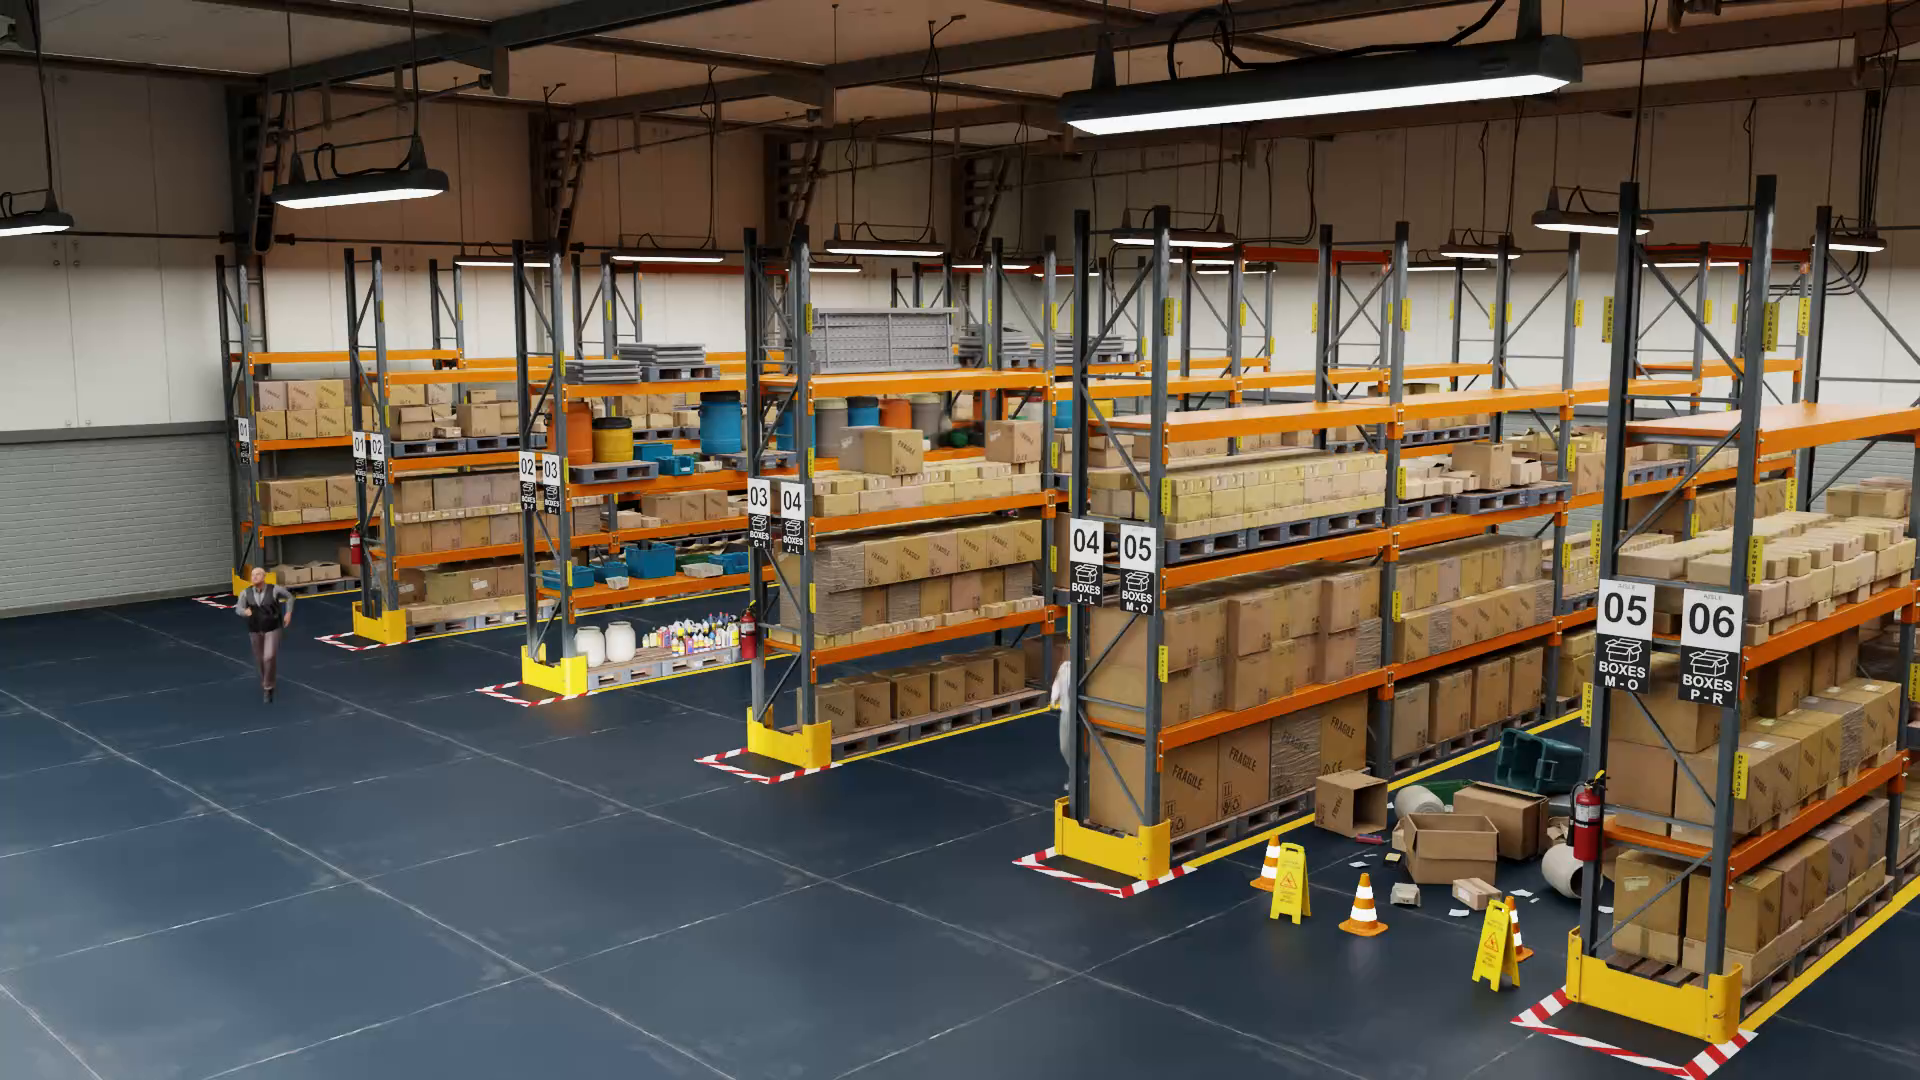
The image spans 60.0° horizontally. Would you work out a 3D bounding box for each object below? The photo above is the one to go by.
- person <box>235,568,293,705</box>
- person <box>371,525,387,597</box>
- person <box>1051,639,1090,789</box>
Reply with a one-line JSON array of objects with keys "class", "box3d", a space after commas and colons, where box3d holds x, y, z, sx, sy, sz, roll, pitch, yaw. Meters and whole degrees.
[{"class": "person", "box3d": [-9.143, 1.222, 21.911, 0.662, 1.768, 0.908, -1, 8, -6]}, {"class": "person", "box3d": [-9.564, 0.552, 27.519, 0.529, 1.467, 0.505, 3, 9, 23]}, {"class": "person", "box3d": [1.229, 1.846, 17.750, 0.658, 1.664, 0.537, 6, 10, 38]}]
